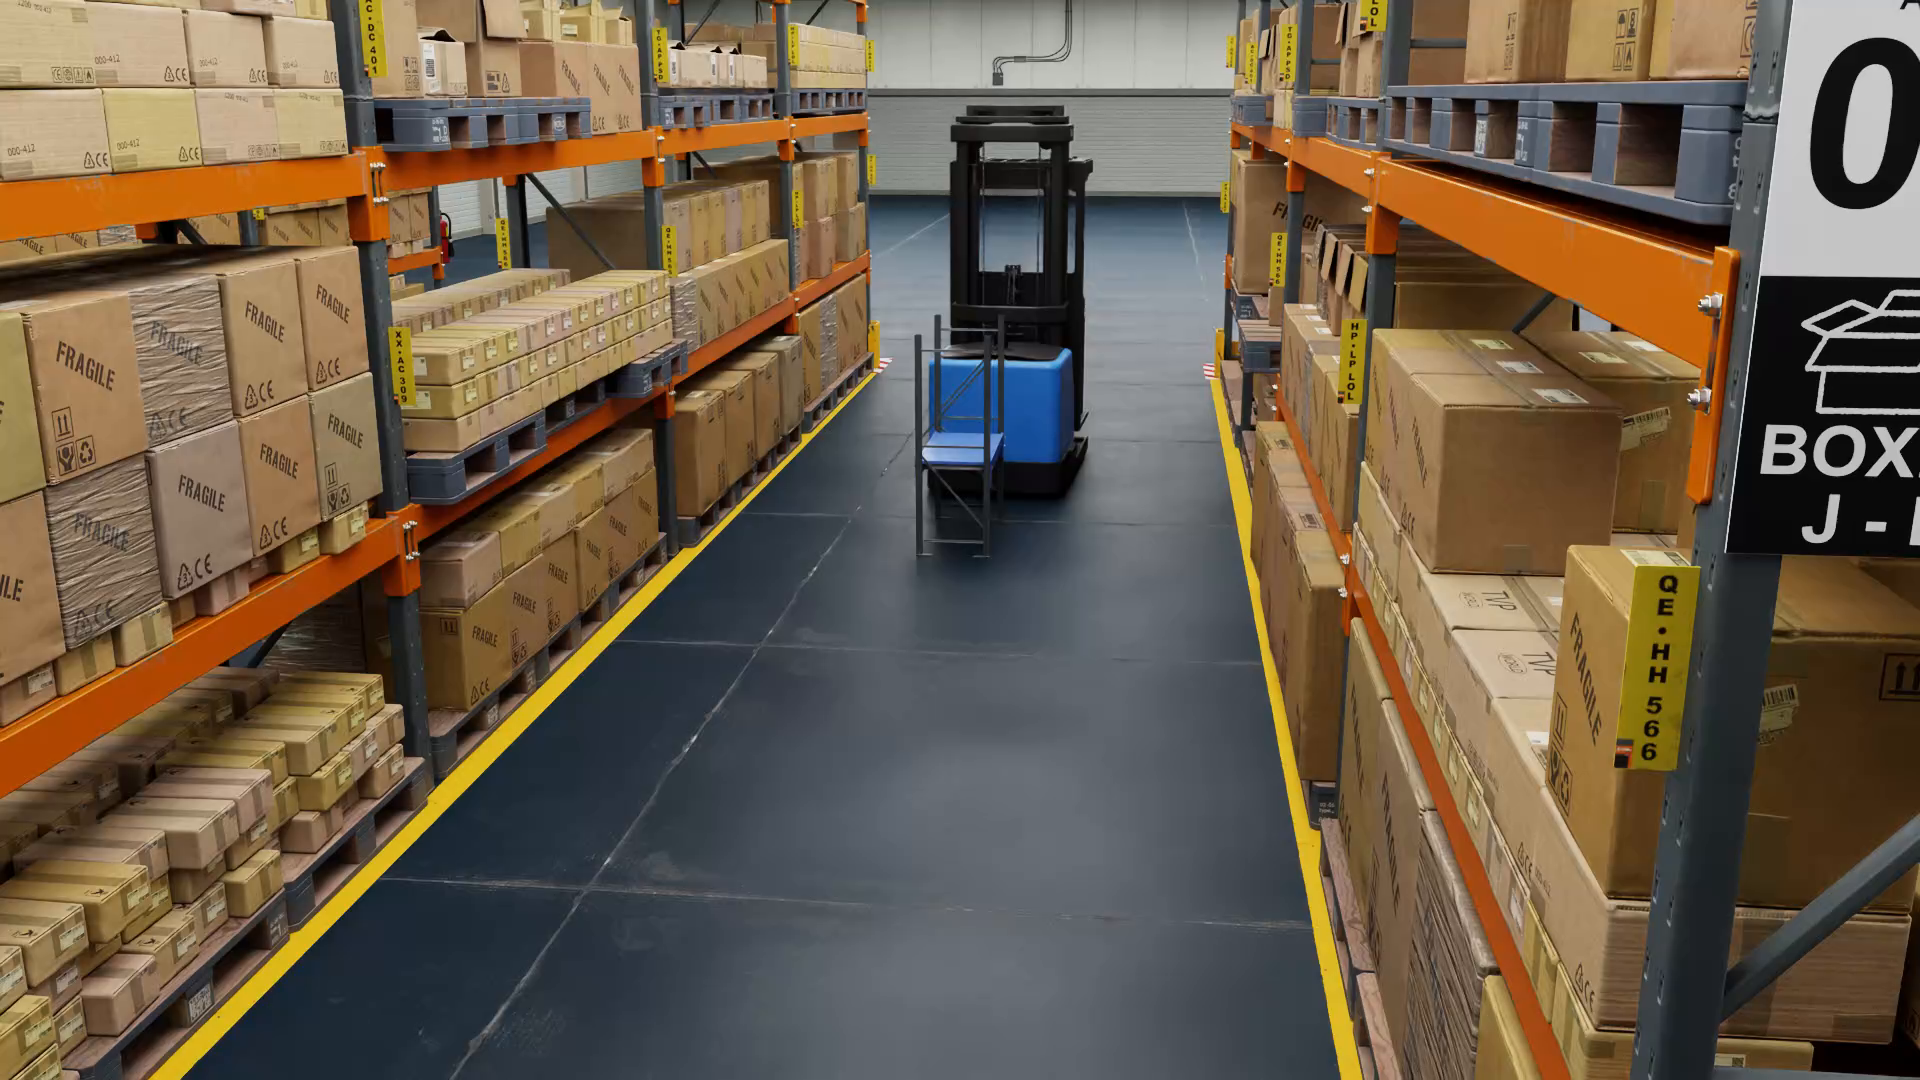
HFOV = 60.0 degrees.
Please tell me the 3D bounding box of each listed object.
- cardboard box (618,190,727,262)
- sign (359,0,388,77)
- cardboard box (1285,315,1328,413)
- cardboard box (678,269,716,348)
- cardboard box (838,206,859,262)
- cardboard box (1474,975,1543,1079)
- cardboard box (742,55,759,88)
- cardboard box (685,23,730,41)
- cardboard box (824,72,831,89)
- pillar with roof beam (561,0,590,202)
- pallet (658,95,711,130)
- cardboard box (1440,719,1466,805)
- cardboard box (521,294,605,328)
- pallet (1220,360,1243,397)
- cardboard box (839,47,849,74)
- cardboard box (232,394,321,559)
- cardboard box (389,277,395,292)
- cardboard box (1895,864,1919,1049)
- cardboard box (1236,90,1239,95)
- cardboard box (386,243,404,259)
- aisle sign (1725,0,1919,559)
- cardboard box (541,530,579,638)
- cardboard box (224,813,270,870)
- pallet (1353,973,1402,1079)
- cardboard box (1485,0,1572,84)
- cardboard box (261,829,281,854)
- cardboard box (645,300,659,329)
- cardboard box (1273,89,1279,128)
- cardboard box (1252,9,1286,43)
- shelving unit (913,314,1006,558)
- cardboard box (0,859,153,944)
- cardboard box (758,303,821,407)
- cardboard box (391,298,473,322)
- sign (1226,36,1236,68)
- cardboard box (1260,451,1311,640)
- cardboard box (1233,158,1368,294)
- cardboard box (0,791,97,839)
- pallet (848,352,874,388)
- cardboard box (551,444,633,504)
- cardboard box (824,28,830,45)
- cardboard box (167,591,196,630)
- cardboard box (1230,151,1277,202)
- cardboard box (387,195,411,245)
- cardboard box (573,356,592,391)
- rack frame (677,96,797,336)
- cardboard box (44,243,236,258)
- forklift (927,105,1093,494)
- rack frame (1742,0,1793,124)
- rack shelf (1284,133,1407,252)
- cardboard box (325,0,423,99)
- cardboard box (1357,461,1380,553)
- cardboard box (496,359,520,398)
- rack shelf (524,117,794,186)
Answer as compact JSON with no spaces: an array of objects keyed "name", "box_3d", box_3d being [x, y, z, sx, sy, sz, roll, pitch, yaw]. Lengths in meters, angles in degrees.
[{"name":"cardboard box","box_3d":[-2.189,-2.402,12.692,0.700,0.500,0.500,2,15,6]},{"name":"sign","box_3d":[-2.330,-2.004,6.591,0.100,0.325,0.005,2,15,6]},{"name":"cardboard box","box_3d":[2.117,-0.982,9.357,0.500,0.500,0.500,1,15,5]},{"name":"cardboard box","box_3d":[-2.045,-1.647,11.815,0.500,0.500,0.500,2,15,6]},{"name":"cardboard box","box_3d":[-1.553,-3.265,17.702,0.875,0.550,0.550,2,15,6]},{"name":"cardboard box","box_3d":[1.588,1.544,3.473,0.875,0.875,0.875,2,15,6]},{"name":"cardboard box","box_3d":[-1.888,-3.696,13.127,0.500,0.250,0.500,2,15,6]},{"name":"cardboard box","box_3d":[-2.243,-4.463,14.630,0.380,0.149,0.250,2,15,6]},{"name":"cardboard box","box_3d":[-1.447,-4.388,15.883,0.380,0.149,0.250,2,15,6]},{"name":"pillar with roof beam","box_3d":[-5.367,-12.538,40.790,9.100,9.000,0.400,2,15,6]},{"name":"pallet","box_3d":[-2.399,-2.884,11.195,1.213,0.211,1.003,2,15,9]},{"name":"cardboard box","box_3d":[1.451,0.576,4.267,0.380,0.149,0.250,2,15,6]},{"name":"cardboard box","box_3d":[-2.167,-1.251,9.079,0.380,0.149,0.250,2,15,9]},{"name":"pallet","box_3d":[3.265,-1.685,17.491,1.003,0.211,1.213,2,15,6]},{"name":"cardboard box","box_3d":[-1.408,-4.808,16.672,0.500,0.250,0.500,2,15,6]},{"name":"cardboard box","box_3d":[-2.704,-0.244,6.057,0.500,0.500,0.500,1,15,5]},{"name":"cardboard box","box_3d":[-6.283,-2.725,17.779,0.380,0.149,0.250,2,15,7]},{"name":"cardboard box","box_3d":[1.918,0.701,3.040,0.500,0.250,0.500,1,15,5]},{"name":"cardboard box","box_3d":[3.038,-4.385,16.673,0.500,0.250,0.500,1,15,5]},{"name":"cardboard box","box_3d":[-6.243,-3.126,17.956,0.380,0.149,0.250,2,15,7]},{"name":"aisle sign","box_3d":[1.289,-0.356,2.252,0.394,0.787,0.004,2,15,6]},{"name":"cardboard box","box_3d":[-2.419,0.226,9.065,0.500,0.500,0.500,2,15,7]},{"name":"cardboard box","box_3d":[-2.756,1.070,6.047,0.380,0.149,0.250,2,15,8]},{"name":"pallet","box_3d":[1.748,1.710,4.935,1.003,0.211,1.213,2,15,6]},{"name":"cardboard box","box_3d":[1.753,-1.420,4.234,0.700,0.500,0.500,2,15,9]},{"name":"cardboard box","box_3d":[-2.804,1.164,6.266,0.380,0.149,0.250,1,15,5]},{"name":"cardboard box","box_3d":[-2.051,-1.372,10.098,0.380,0.149,0.250,2,15,8]},{"name":"cardboard box","box_3d":[2.410,-2.951,11.371,0.500,0.250,0.500,2,15,8]},{"name":"cardboard box","box_3d":[2.747,-4.229,14.089,0.500,0.500,0.500,1,15,5]},{"name":"shelving unit","box_3d":[0.010,-0.746,11.548,0.538,1.500,1.048,2,15,6]},{"name":"cardboard box","box_3d":[-2.796,1.135,5.235,0.380,0.149,0.250,2,15,7]},{"name":"cardboard box","box_3d":[-1.827,-1.734,15.593,0.875,0.875,0.875,2,15,7]},{"name":"cardboard box","box_3d":[-2.842,-1.207,8.917,0.380,0.149,0.250,1,15,5]},{"name":"sign","box_3d":[2.862,-5.147,17.528,0.100,0.325,0.005,2,15,6]},{"name":"cardboard box","box_3d":[2.291,0.046,9.010,1.225,0.875,0.875,2,15,6]},{"name":"cardboard box","box_3d":[2.721,-2.514,13.258,1.000,1.000,1.000,2,15,7]},{"name":"cardboard box","box_3d":[-3.250,0.990,5.770,0.380,0.149,0.250,1,15,4]},{"name":"pallet","box_3d":[-1.529,-1.877,18.201,1.003,0.211,1.213,2,15,6]},{"name":"cardboard box","box_3d":[-2.282,-0.400,9.942,0.500,0.250,0.500,2,15,7]},{"name":"cardboard box","box_3d":[-1.446,-4.773,15.778,0.380,0.149,0.250,2,15,6]},{"name":"cardboard box","box_3d":[-2.816,0.221,5.580,0.380,0.149,0.250,1,15,5]},{"name":"cardboard box","box_3d":[3.005,-3.671,16.816,0.500,0.500,0.500,2,15,6]},{"name":"cardboard box","box_3d":[-6.294,-3.466,17.972,0.500,0.500,0.500,2,15,6]},{"name":"cardboard box","box_3d":[-2.195,-0.895,8.902,0.380,0.149,0.250,1,15,4]},{"name":"rack frame","box_3d":[-1.967,-2.396,14.775,1.000,3.000,0.127,2,15,6]},{"name":"cardboard box","box_3d":[-3.163,-0.886,6.513,0.500,0.500,0.500,2,15,8]},{"name":"forklift","box_3d":[0.503,-2.103,13.825,1.130,2.935,3.031,3,15,9]},{"name":"rack frame","box_3d":[1.595,-2.007,1.845,1.000,3.000,0.127,2,15,6]},{"name":"rack shelf","box_3d":[2.272,-1.768,8.085,1.077,0.370,4.000,2,15,6]},{"name":"cardboard box","box_3d":[-2.718,-2.115,6.994,0.700,0.500,0.500,2,15,6]},{"name":"cardboard box","box_3d":[1.733,-0.106,6.023,0.500,0.250,0.500,1,15,5]},{"name":"cardboard box","box_3d":[-2.313,-0.769,7.865,0.380,0.149,0.250,2,15,8]},{"name":"rack shelf","box_3d":[-2.193,-2.978,12.559,1.077,0.370,4.000,2,15,6]}]
